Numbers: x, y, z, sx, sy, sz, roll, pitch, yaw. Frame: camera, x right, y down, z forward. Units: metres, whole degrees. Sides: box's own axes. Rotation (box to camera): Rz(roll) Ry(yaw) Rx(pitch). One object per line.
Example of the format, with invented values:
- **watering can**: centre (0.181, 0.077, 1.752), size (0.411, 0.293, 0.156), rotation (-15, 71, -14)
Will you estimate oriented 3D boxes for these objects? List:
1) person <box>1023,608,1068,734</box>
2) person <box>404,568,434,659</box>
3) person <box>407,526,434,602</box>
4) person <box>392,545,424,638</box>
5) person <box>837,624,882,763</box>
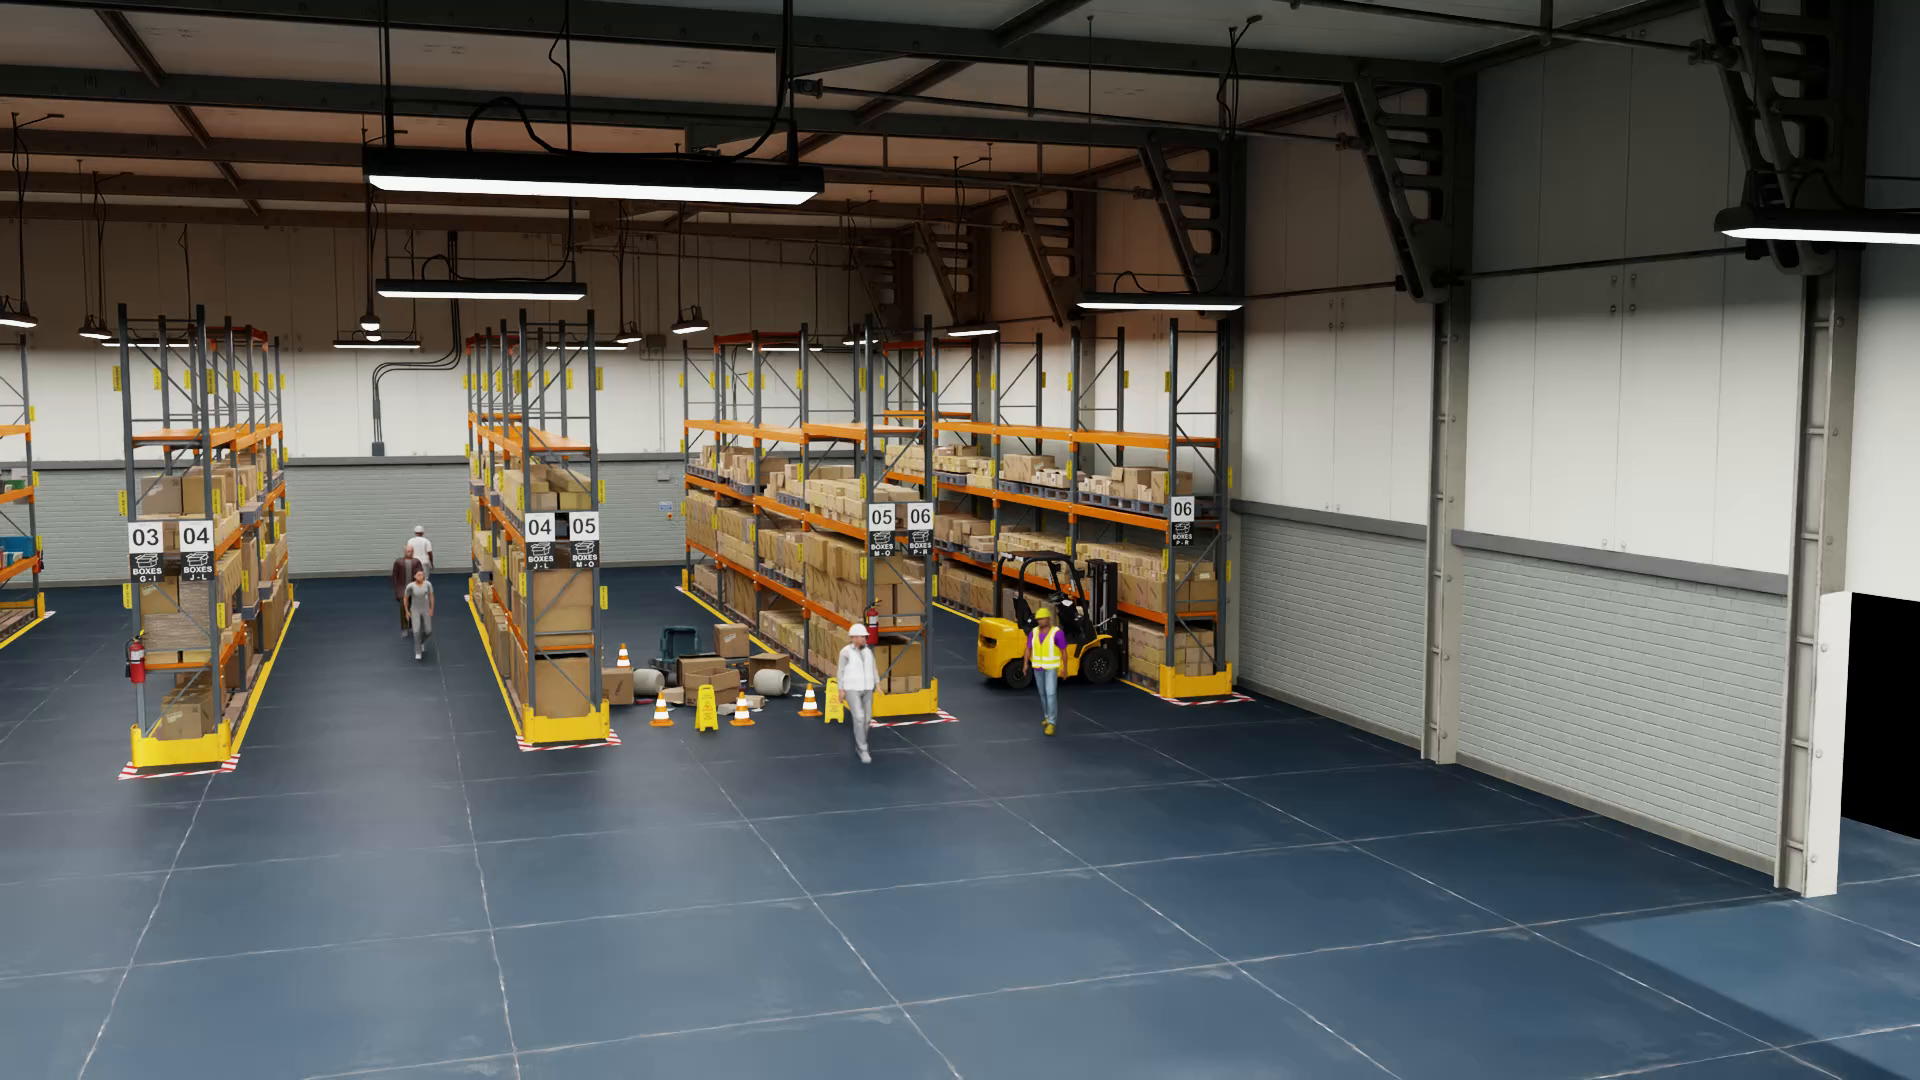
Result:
- **person**: centre (1.209, 1.848, 23.932), size (0.609, 1.735, 0.847), rotation (3, 6, 32)
- **person**: centre (-9.883, 1.314, 30.344), size (0.523, 1.653, 0.639), rotation (-3, 6, -31)
- **person**: centre (-12.271, 0.551, 37.826), size (0.585, 1.756, 0.798), rotation (1, 5, 5)
- **person**: centre (-10.912, 1.005, 32.989), size (0.590, 1.773, 0.805), rotation (-3, 6, -27)
- **person**: centre (-1.266, 2.033, 22.209), size (0.562, 1.781, 0.721), rotation (-4, 7, -37)
